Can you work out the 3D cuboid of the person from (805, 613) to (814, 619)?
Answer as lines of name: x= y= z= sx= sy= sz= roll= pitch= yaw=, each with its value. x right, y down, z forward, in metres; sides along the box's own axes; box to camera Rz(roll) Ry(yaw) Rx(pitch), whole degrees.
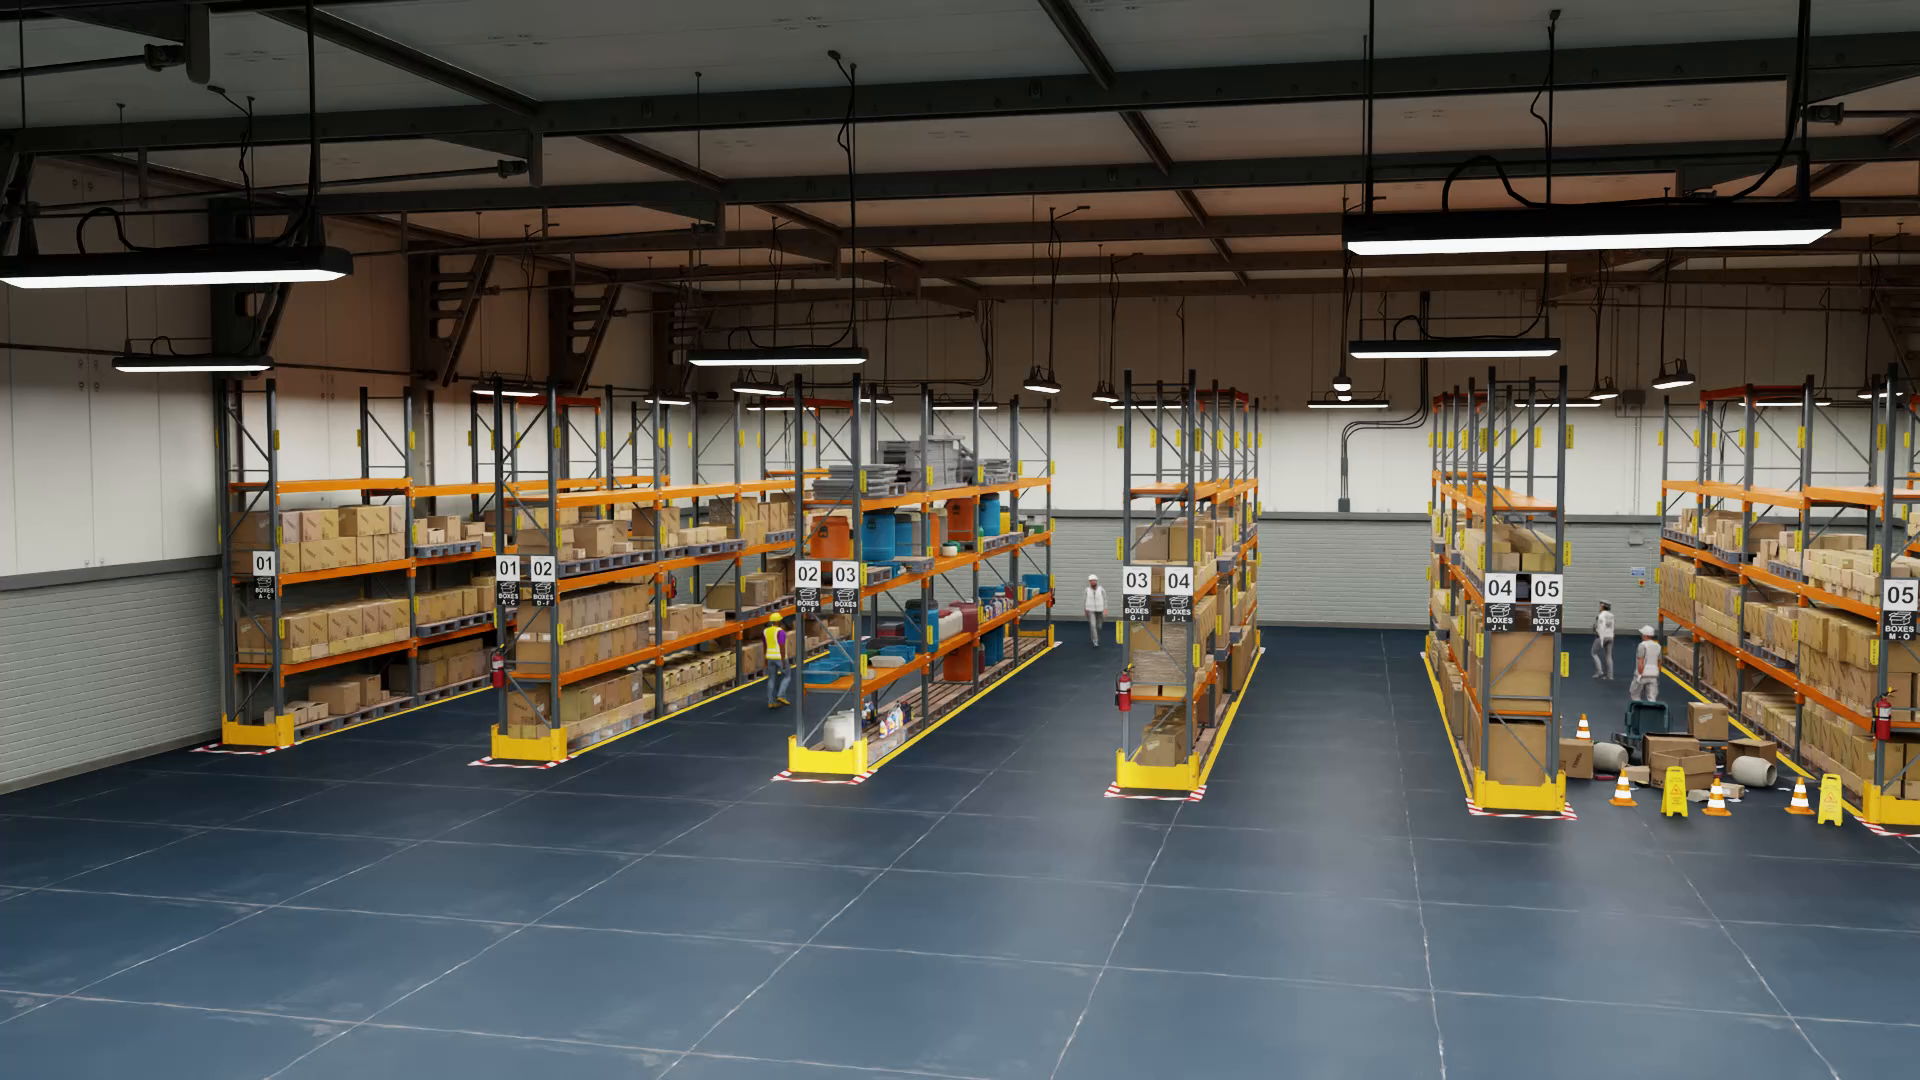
person: x=-4.061 y=1.561 z=44.426 sx=0.570 sy=1.561 sz=0.691 roll=2 pitch=4 yaw=24

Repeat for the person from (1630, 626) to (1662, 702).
person: x=11.907 y=2.395 z=28.741 sx=0.511 sy=1.807 sz=0.542 roll=0 pitch=3 yaw=2

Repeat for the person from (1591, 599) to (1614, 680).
person: x=13.461 y=2.073 z=34.642 sx=0.477 sy=1.663 sz=0.512 roll=-1 pitch=4 yaw=-16

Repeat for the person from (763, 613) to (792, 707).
person: x=-3.461 y=2.237 z=31.179 sx=0.587 sy=1.746 sz=0.529 roll=2 pitch=4 yaw=27

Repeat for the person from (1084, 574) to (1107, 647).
person: x=3.293 y=1.704 z=40.412 sx=0.548 sy=1.740 sz=0.961 roll=0 pitch=3 yaw=-5
